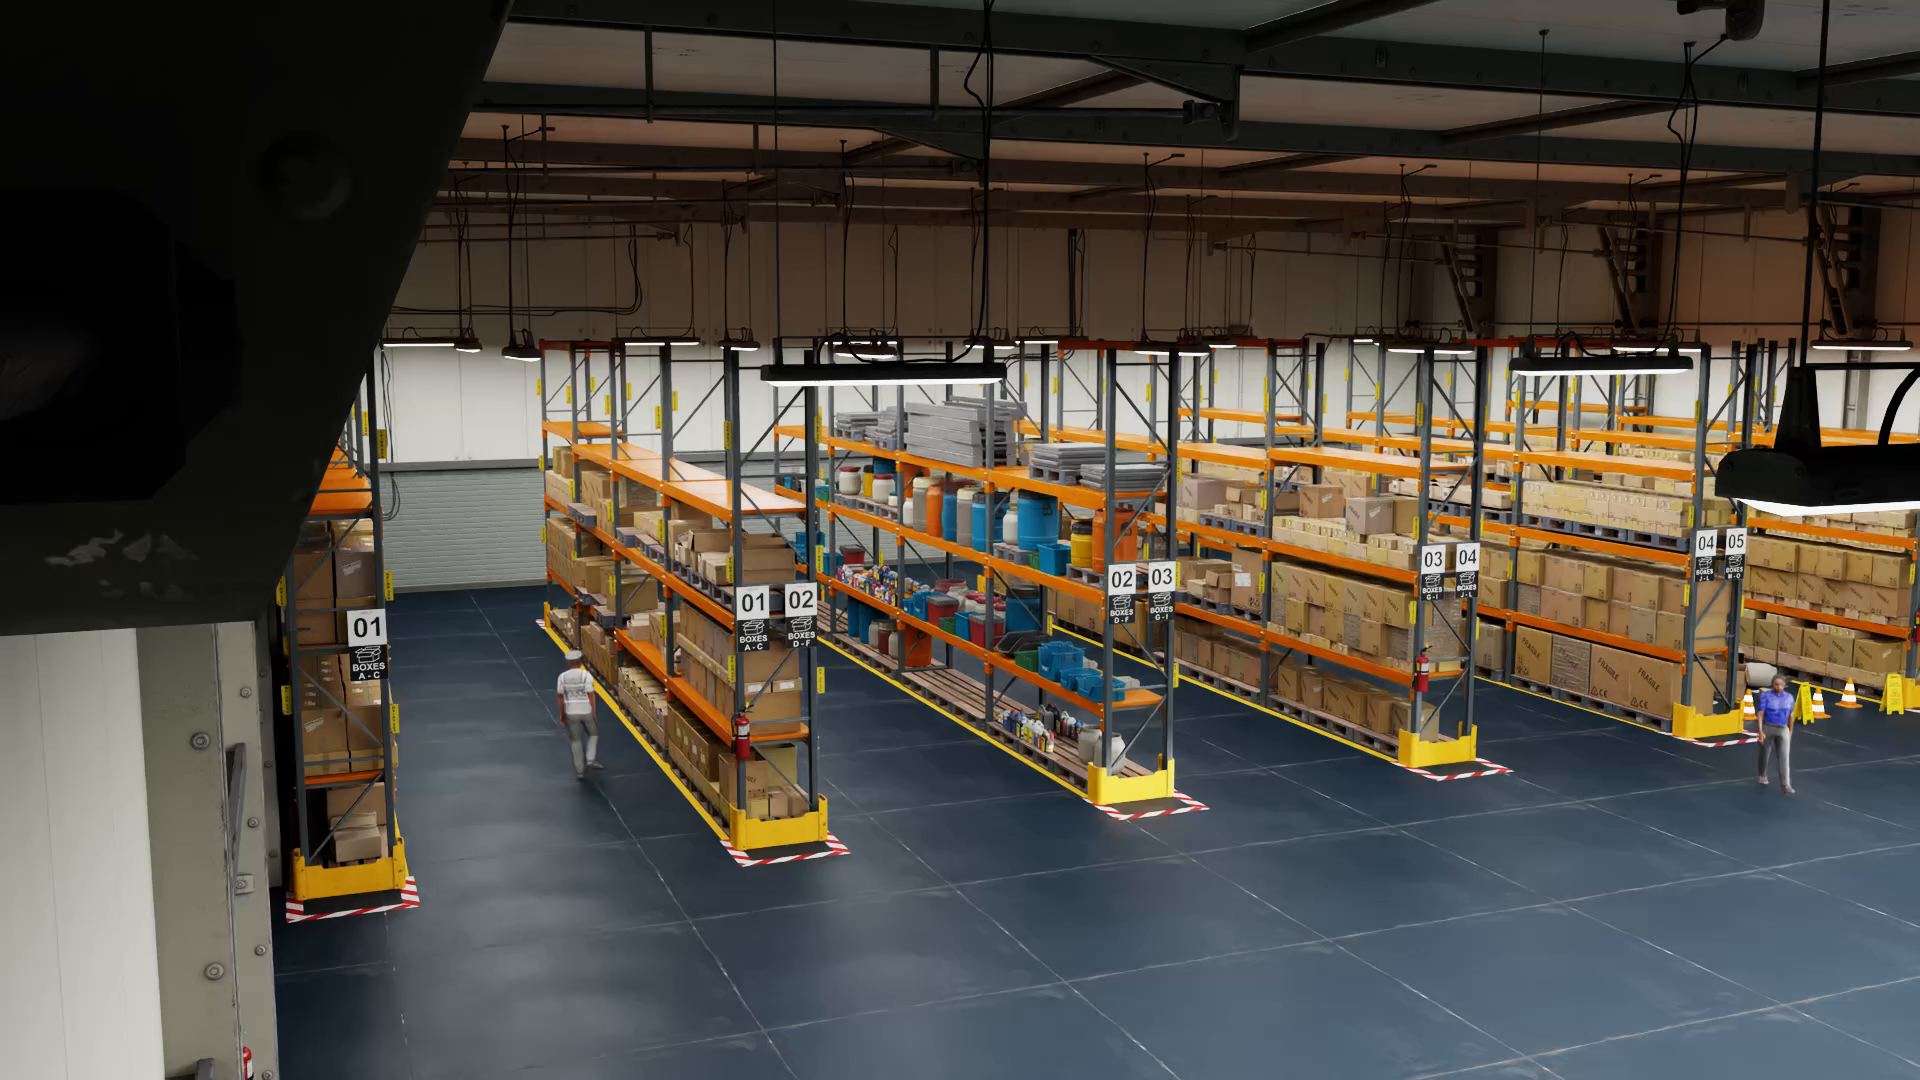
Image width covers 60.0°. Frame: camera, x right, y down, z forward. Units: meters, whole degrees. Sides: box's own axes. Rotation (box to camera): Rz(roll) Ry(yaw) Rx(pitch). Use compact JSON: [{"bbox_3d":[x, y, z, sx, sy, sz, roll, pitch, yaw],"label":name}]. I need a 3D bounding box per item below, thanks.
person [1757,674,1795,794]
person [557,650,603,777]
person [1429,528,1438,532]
[{"bbox_3d":[11.033,2.604,22.492,0.474,1.597,1.045,3,8,20],"label":"person"},{"bbox_3d":[-5.323,2.431,23.294,0.598,1.758,0.541,-2,8,-13],"label":"person"},{"bbox_3d":[10.593,0.615,37.128,0.534,1.769,0.596,6,9,38],"label":"person"}]
